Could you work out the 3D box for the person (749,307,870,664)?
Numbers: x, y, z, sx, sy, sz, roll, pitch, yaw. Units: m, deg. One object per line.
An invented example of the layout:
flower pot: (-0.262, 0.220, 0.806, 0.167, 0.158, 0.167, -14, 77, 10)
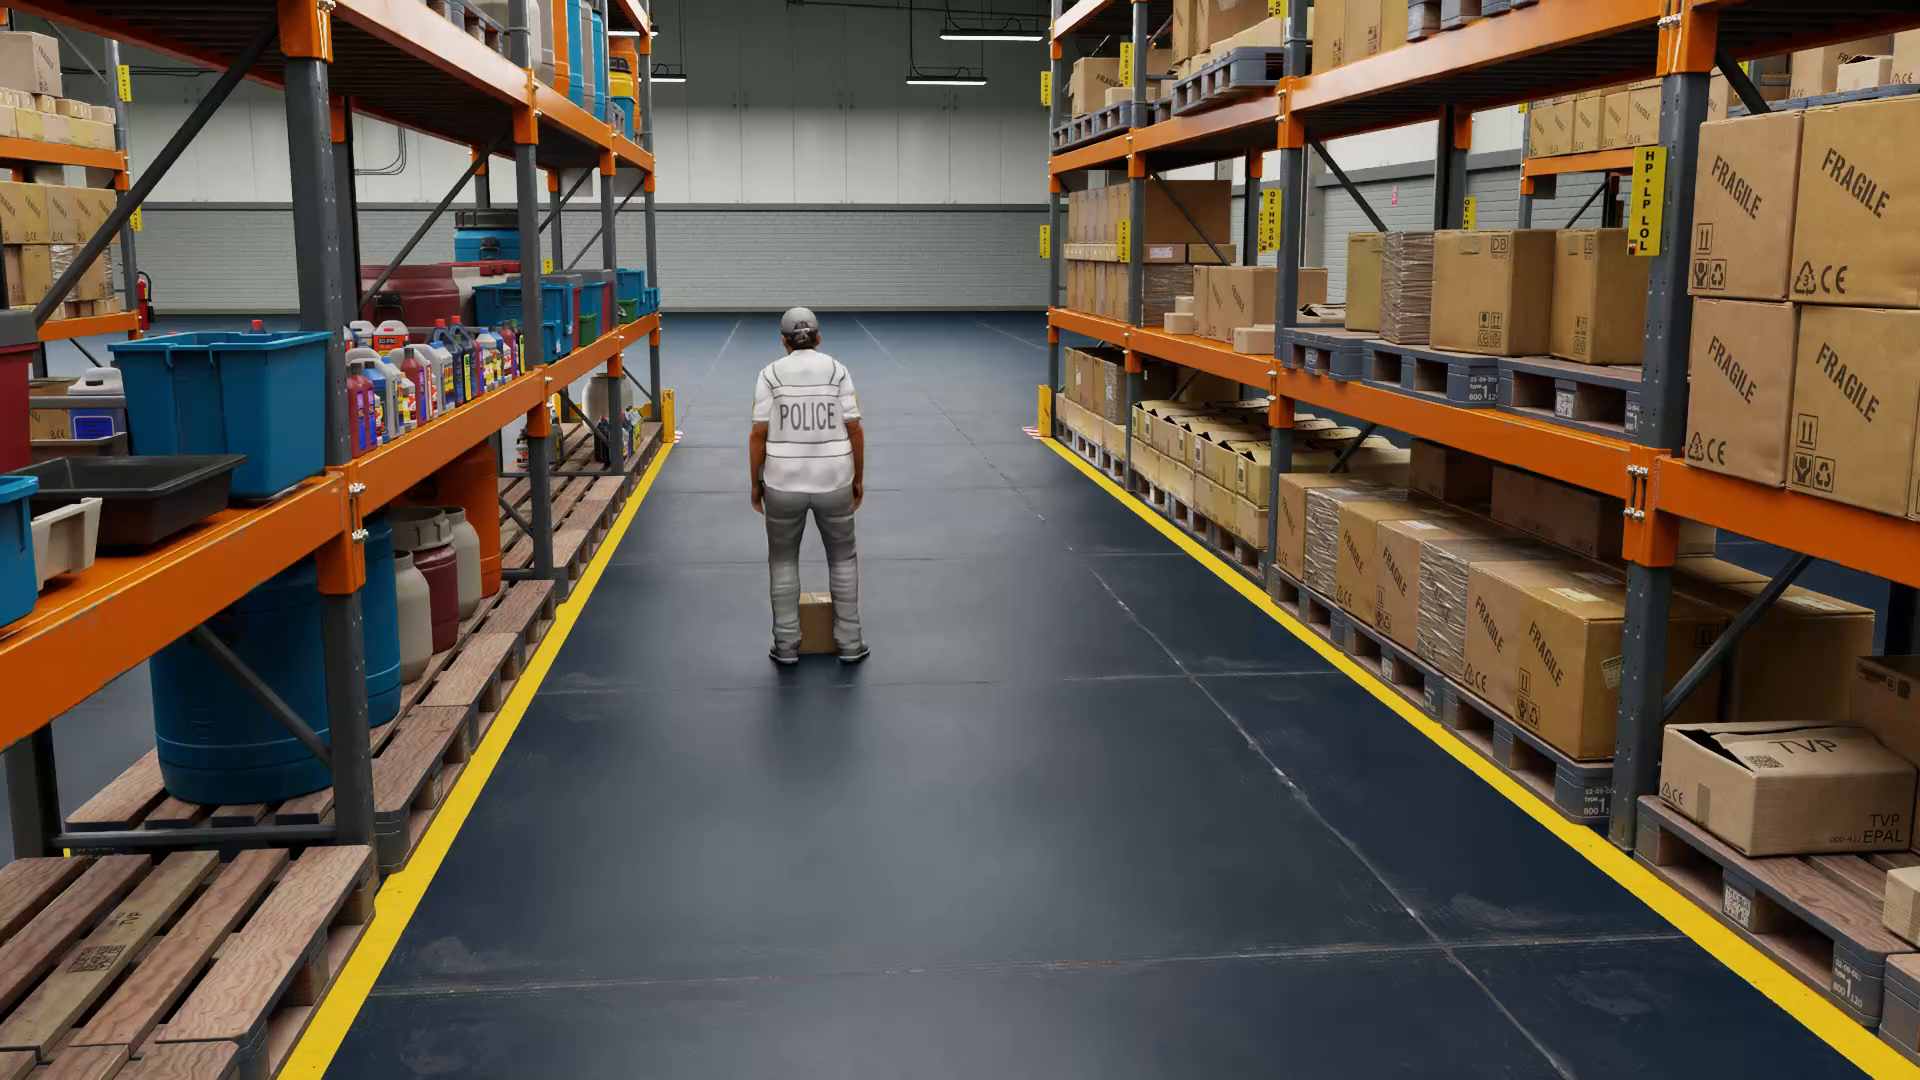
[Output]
person: (-0.703, -0.253, 7.807, 0.558, 1.667, 0.467, -1, 10, -8)
